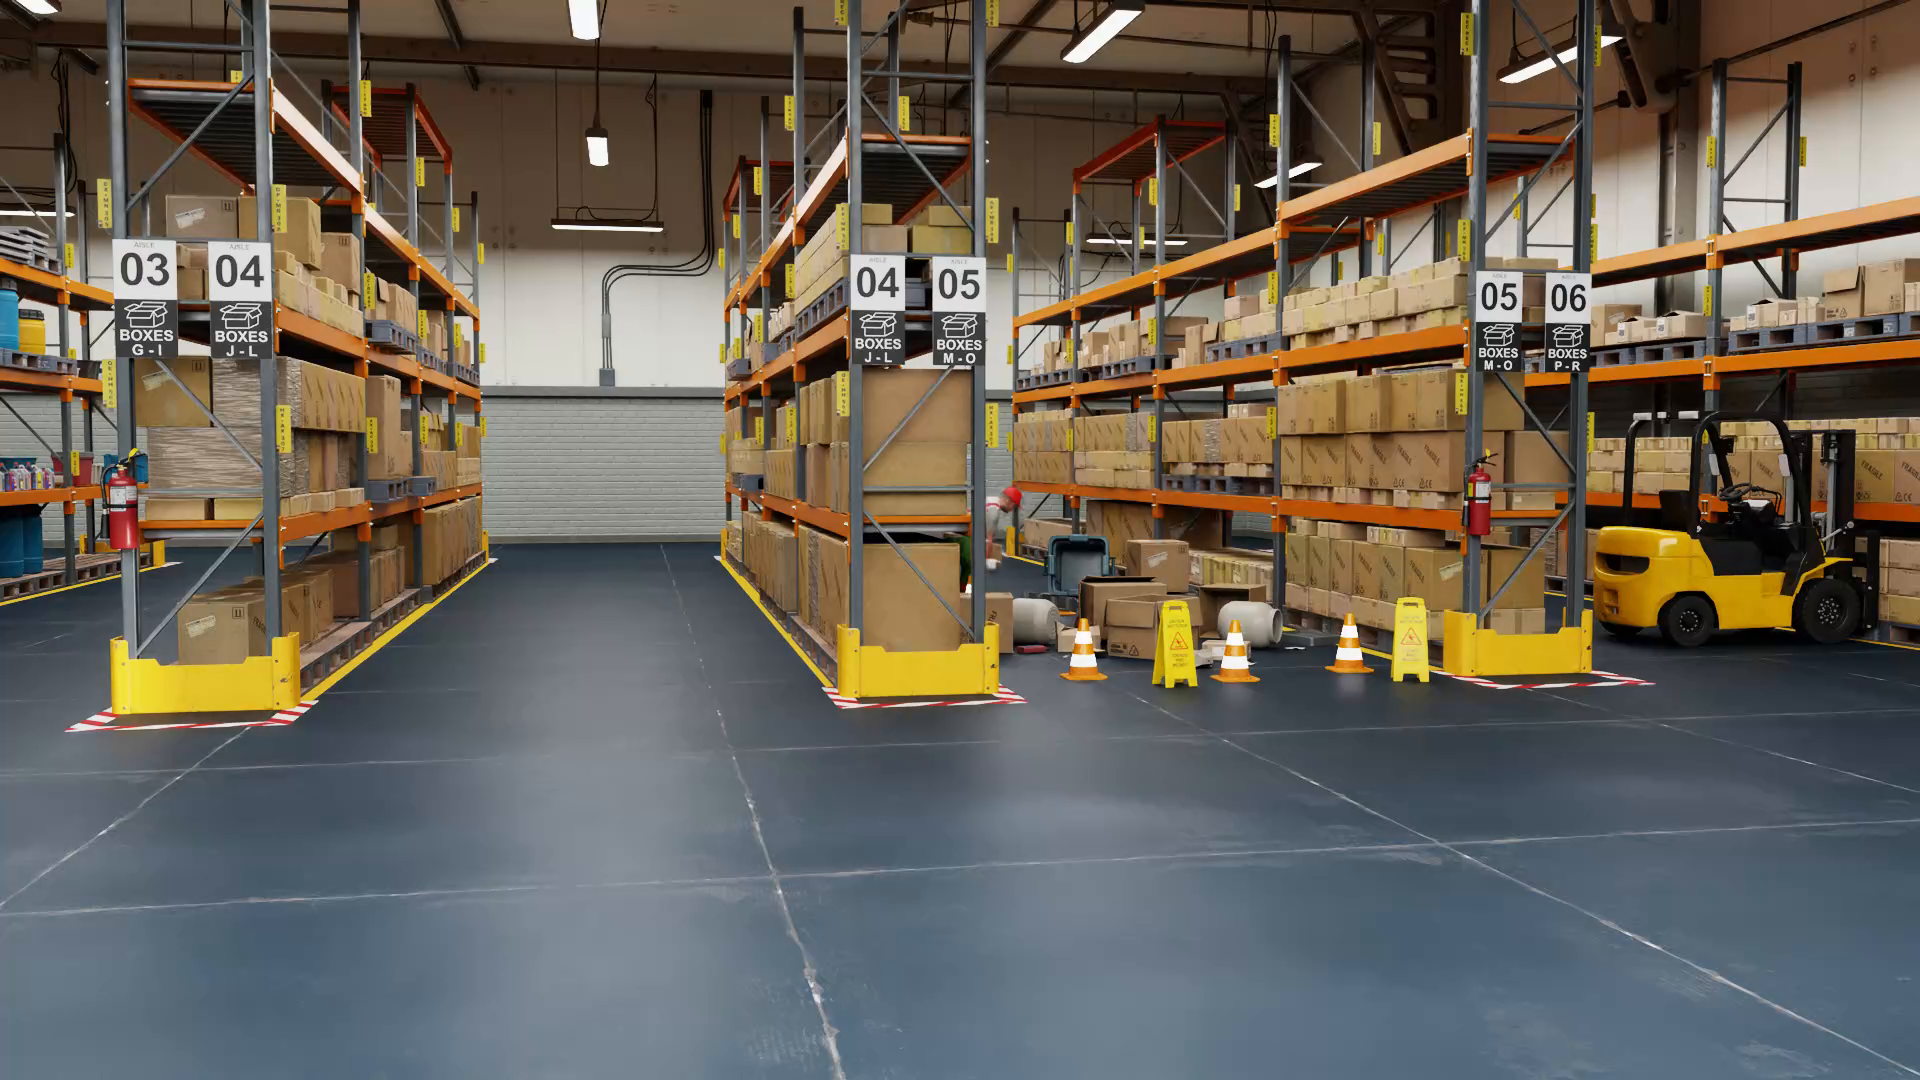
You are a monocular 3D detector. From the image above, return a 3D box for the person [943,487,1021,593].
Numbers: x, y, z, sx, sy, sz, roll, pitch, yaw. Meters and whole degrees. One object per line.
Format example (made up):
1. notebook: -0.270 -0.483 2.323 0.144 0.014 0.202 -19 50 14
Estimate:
1. person: 0.245 0.117 18.312 0.888 1.396 0.471 -1 3 -13
